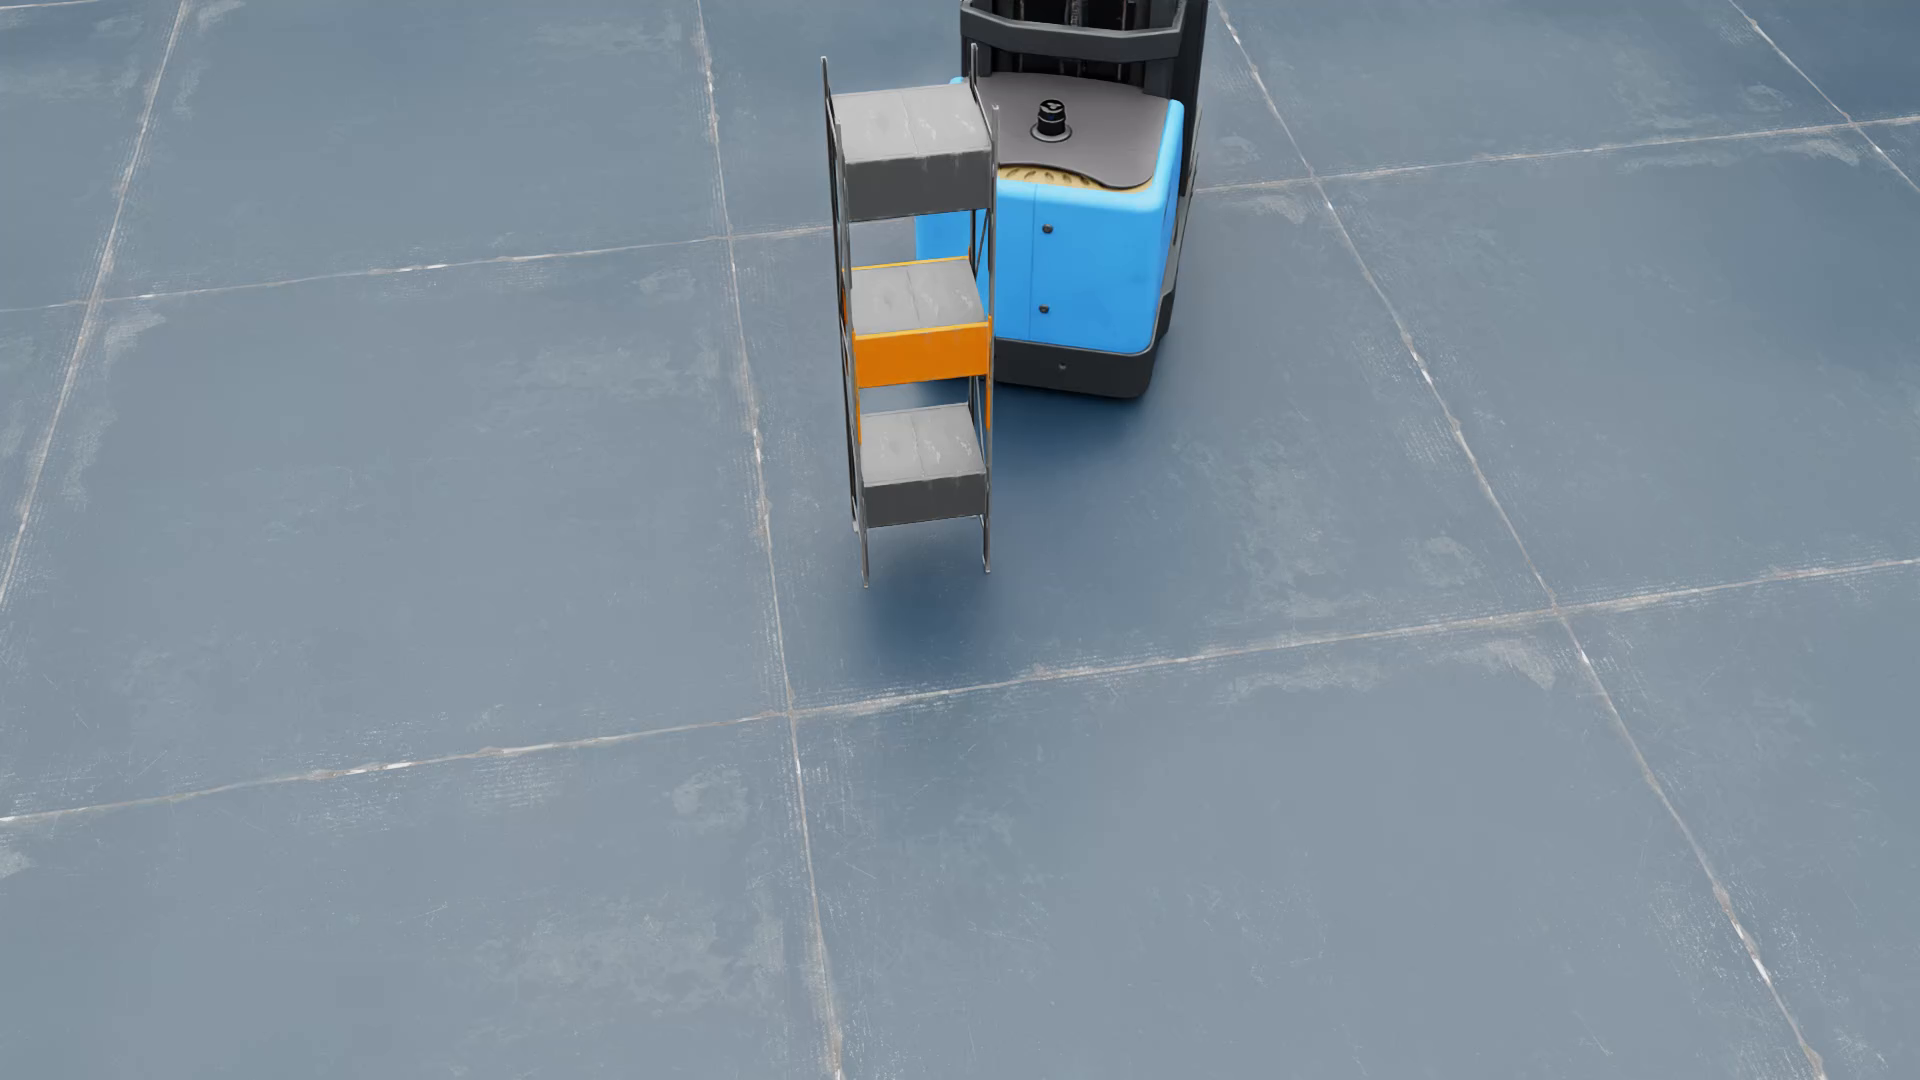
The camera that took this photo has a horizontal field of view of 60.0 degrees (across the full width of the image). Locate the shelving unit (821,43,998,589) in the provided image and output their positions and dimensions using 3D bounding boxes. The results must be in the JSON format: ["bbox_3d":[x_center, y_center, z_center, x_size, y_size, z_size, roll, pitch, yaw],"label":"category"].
[{"bbox_3d":[-0.163,-0.708,5.974,0.503,2.100,0.431,-7,46,-7],"label":"shelving unit"}]

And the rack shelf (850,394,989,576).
[{"bbox_3d":[-0.163,-0.213,6.488,0.480,0.518,0.431,-7,46,-7],"label":"rack shelf"}]

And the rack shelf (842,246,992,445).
[{"bbox_3d":[-0.163,-0.699,5.984,0.480,0.518,0.431,-7,46,-7],"label":"rack shelf"}]

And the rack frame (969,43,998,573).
[{"bbox_3d":[0.077,-0.738,6.003,0.015,2.100,0.400,-7,46,-7],"label":"rack frame"}]

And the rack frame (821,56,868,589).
[{"bbox_3d":[-0.404,-0.678,5.945,0.015,2.100,0.400,-7,46,-7],"label":"rack frame"}]

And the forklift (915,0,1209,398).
[{"bbox_3d":[0.597,-2.714,7.330,1.130,2.935,3.031,8,47,8],"label":"forklift"}]

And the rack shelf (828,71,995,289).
[{"bbox_3d":[-0.163,-1.184,5.480,0.480,0.518,0.431,-7,46,-7],"label":"rack shelf"}]
